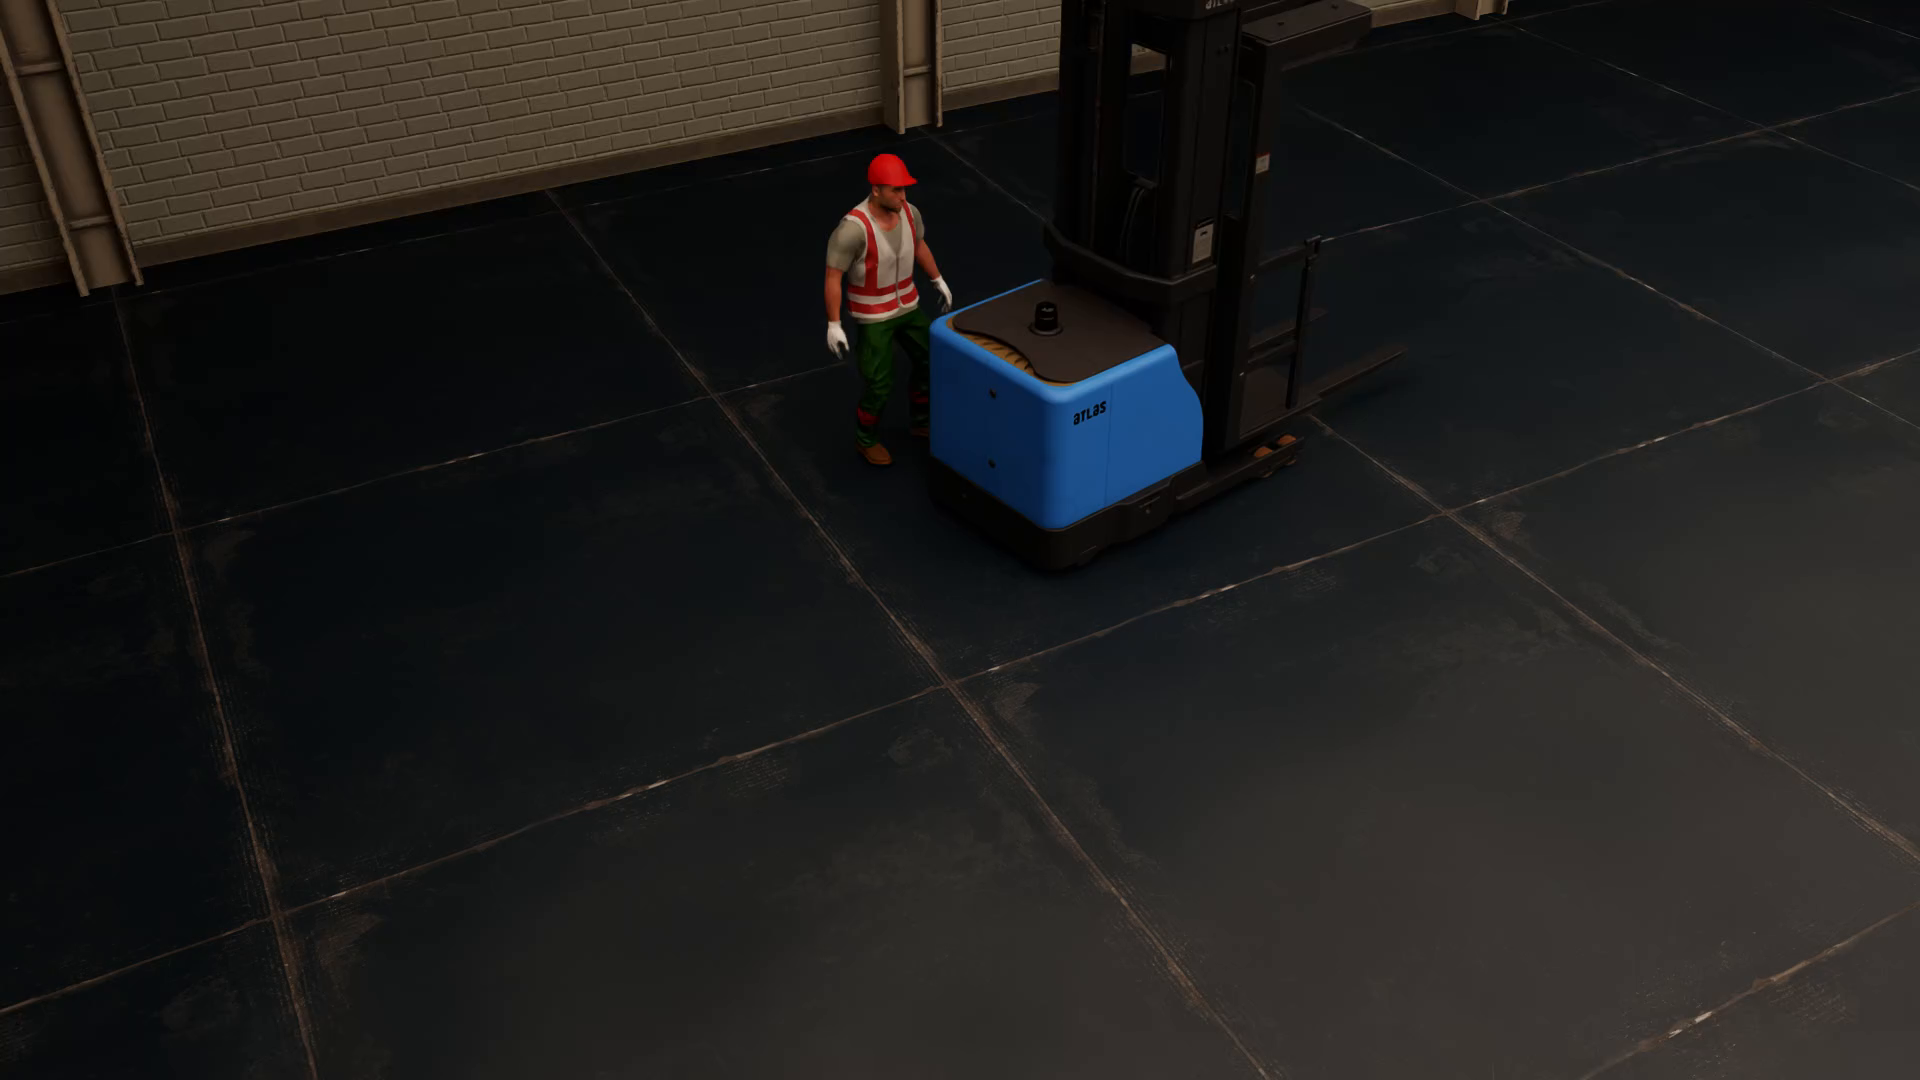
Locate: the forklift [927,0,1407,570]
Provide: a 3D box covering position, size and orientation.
[{"bbox_3d":[1.285,-1.752,8.601,3.031,2.935,1.130,-25,43,-31],"label":"forklift"}]

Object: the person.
[{"bbox_3d":[-0.375,-1.221,8.876,0.813,1.757,0.398,-29,44,-34],"label":"person"}]
